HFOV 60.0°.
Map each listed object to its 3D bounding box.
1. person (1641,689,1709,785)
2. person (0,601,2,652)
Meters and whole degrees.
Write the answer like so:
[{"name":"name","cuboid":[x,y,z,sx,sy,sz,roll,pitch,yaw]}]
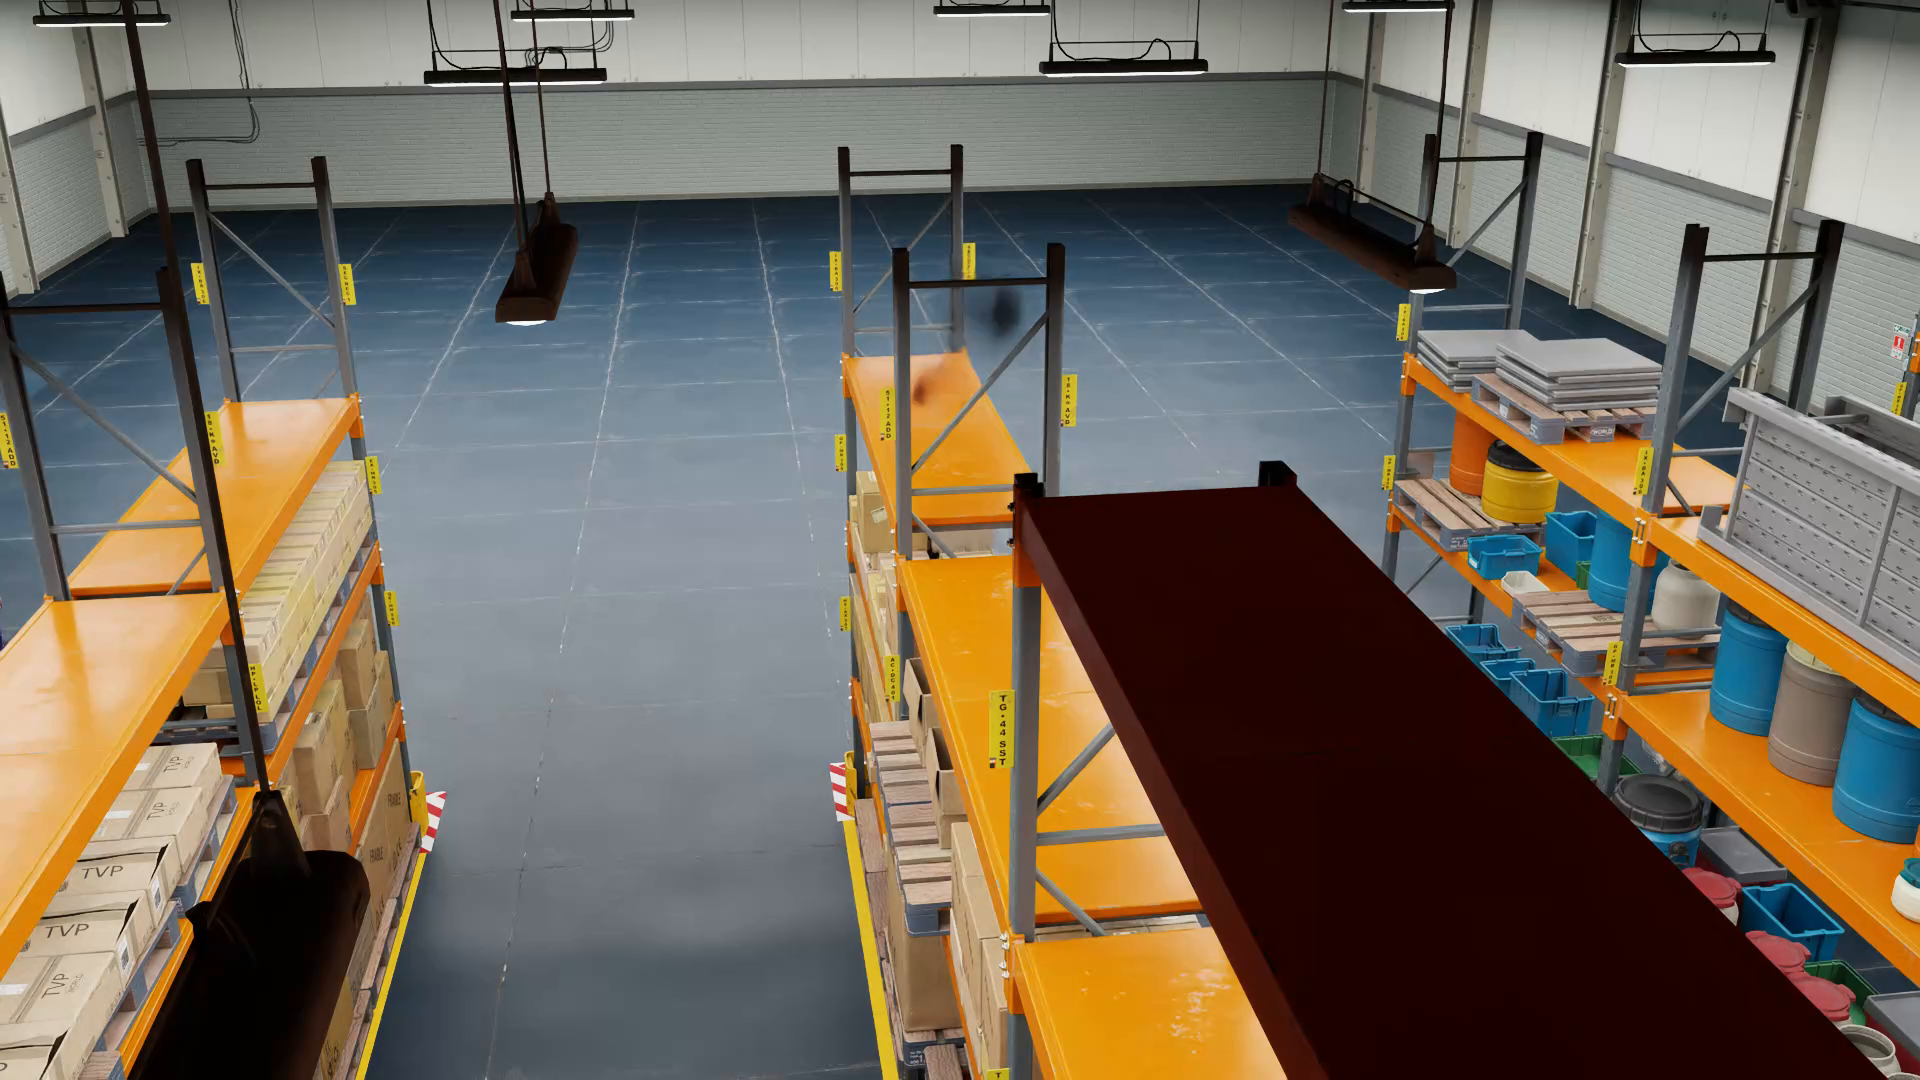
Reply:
[{"name":"person","cuboid":[6.569,1.602,15.245,0.670,1.752,0.677,-7,23,-17]},{"name":"person","cuboid":[-9.957,1.060,16.899,0.948,1.611,0.628,15,26,34]}]
